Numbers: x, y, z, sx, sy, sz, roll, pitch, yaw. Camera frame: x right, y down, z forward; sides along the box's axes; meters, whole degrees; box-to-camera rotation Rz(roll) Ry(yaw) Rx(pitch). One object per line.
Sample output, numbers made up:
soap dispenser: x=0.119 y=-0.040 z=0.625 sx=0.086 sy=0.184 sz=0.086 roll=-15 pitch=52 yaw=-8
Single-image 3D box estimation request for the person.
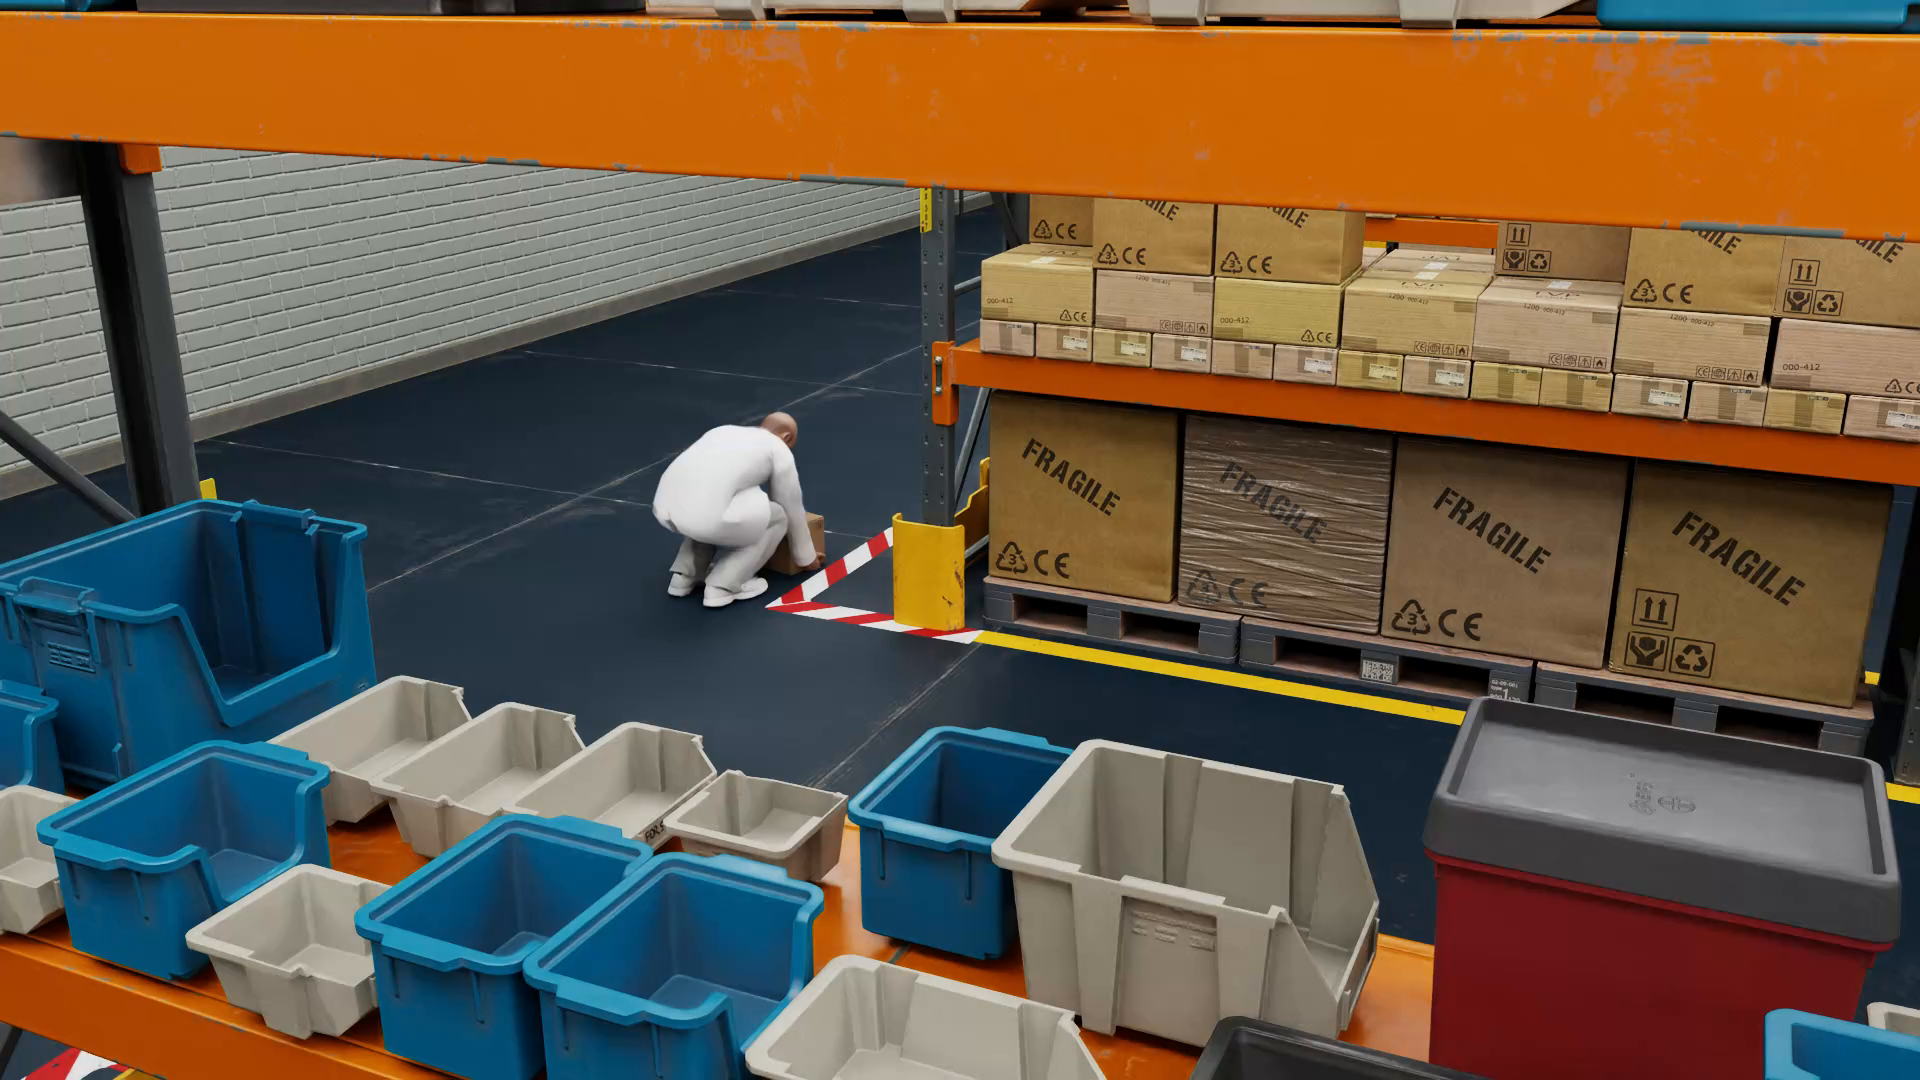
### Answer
person: x=-1.081 y=-0.140 z=8.096 sx=0.578 sy=0.825 sz=0.945 roll=14 pitch=23 yaw=35
